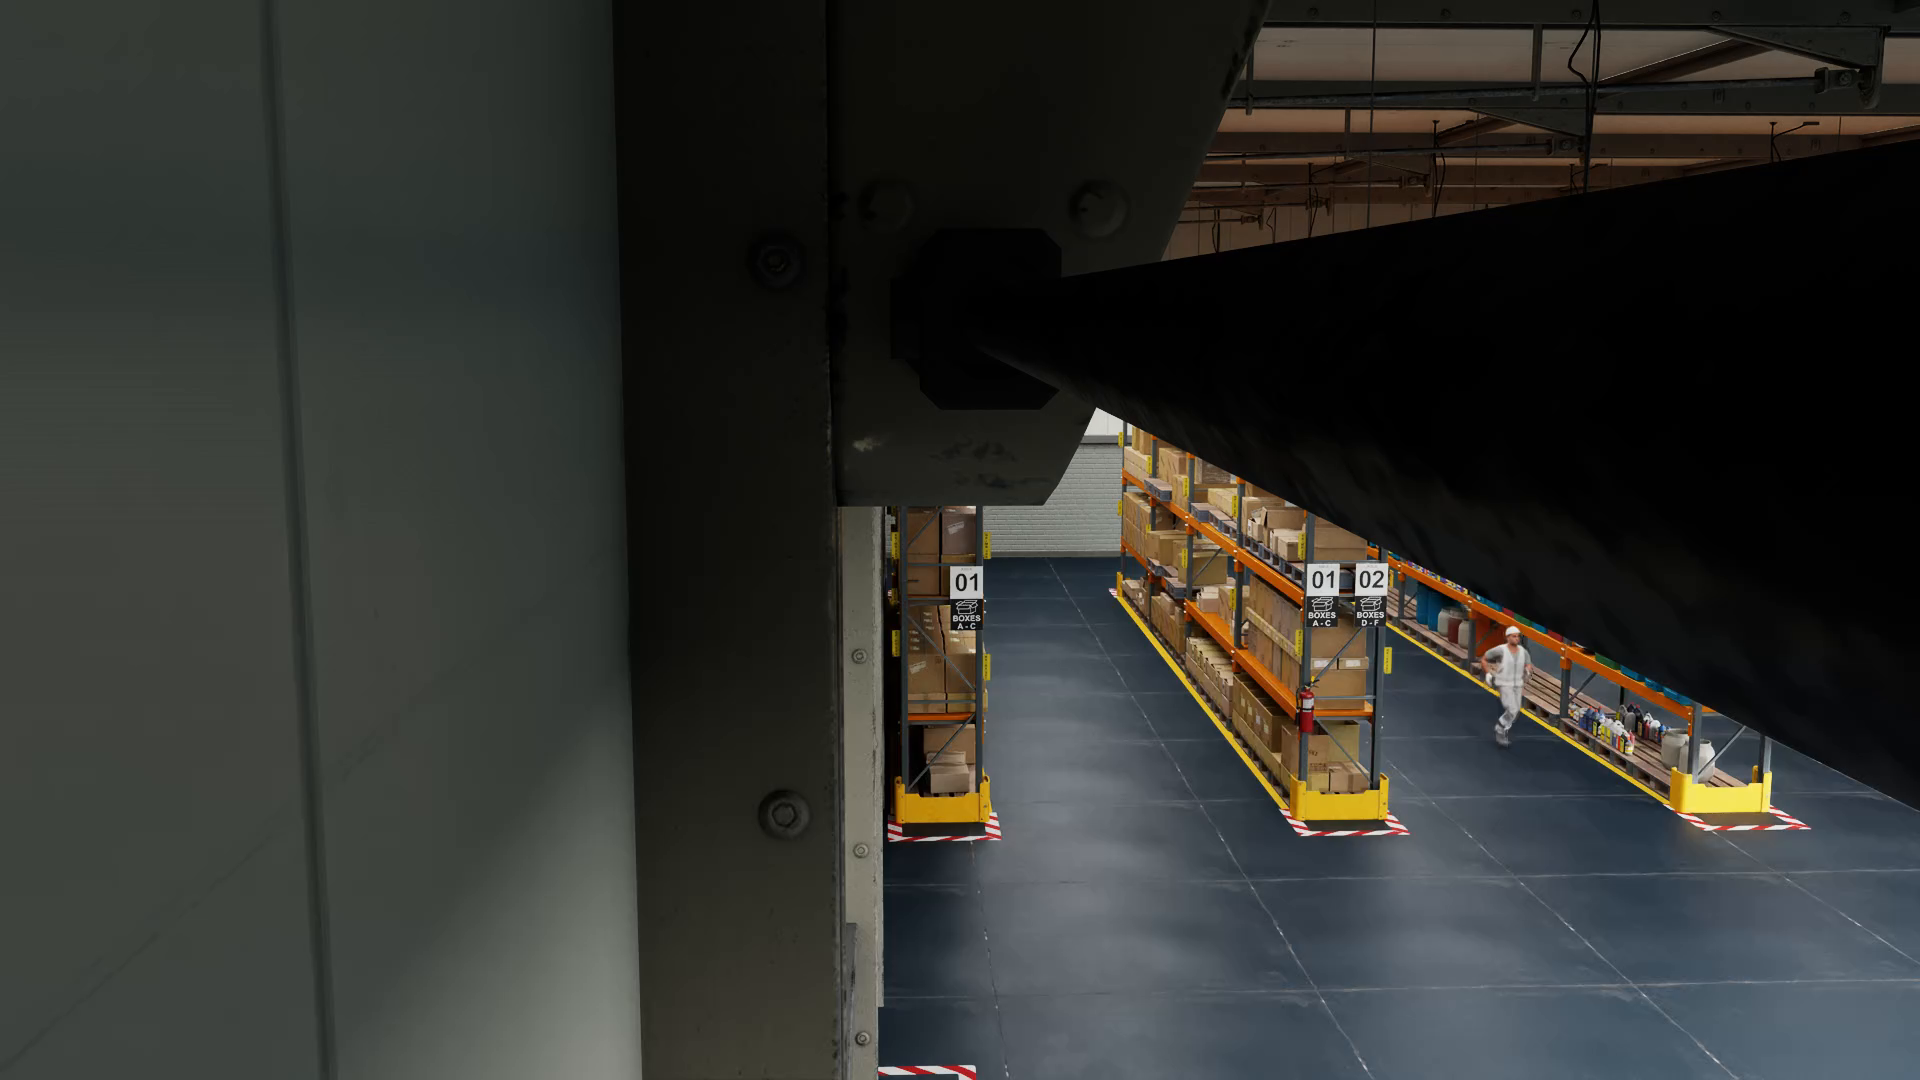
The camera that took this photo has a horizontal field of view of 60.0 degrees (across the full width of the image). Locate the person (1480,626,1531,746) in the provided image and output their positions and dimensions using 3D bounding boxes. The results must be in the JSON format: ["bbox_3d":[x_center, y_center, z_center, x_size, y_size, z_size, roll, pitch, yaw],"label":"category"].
[{"bbox_3d":[7.895,2.109,23.825,0.652,1.752,0.641,-2,8,-16],"label":"person"}]
